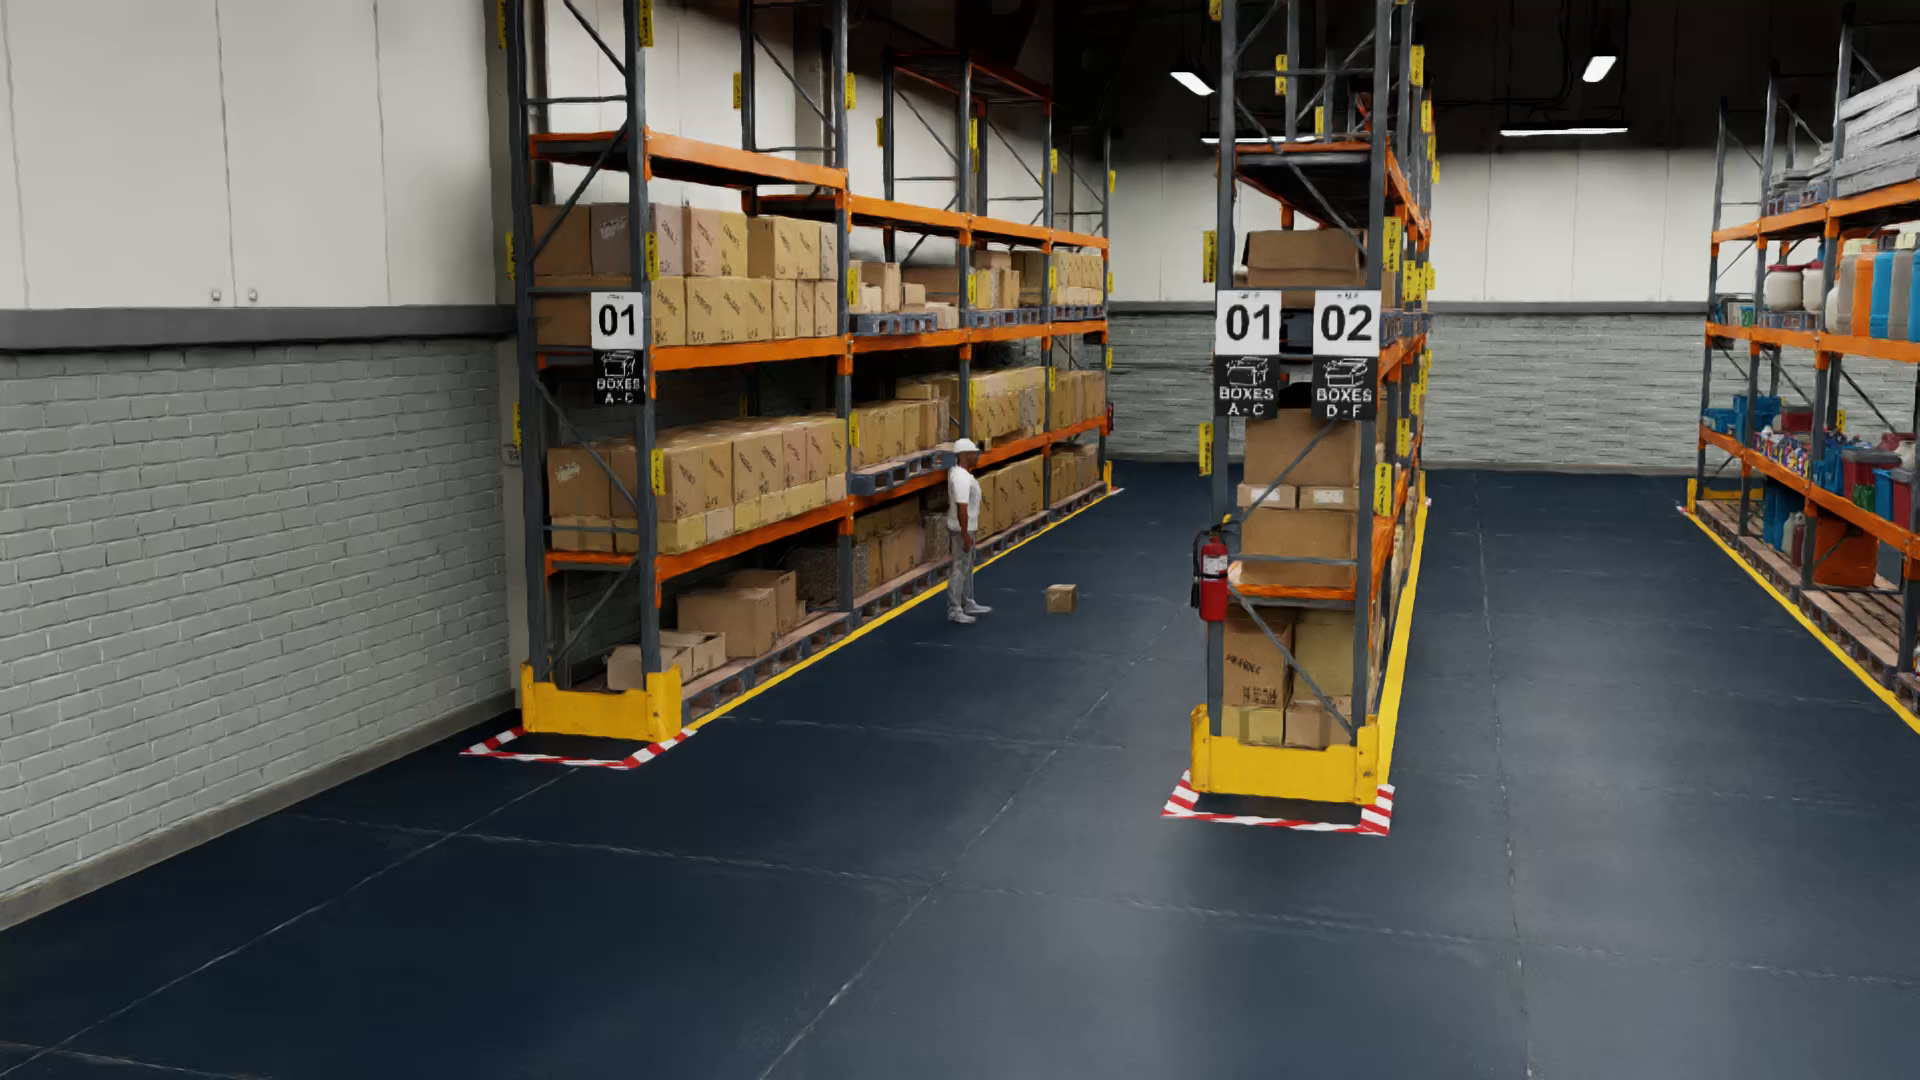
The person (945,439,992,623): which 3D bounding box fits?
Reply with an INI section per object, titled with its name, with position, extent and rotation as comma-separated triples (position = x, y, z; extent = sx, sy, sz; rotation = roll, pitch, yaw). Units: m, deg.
[person]
position = 0.092, -0.107, 16.278
extent = 0.470, 1.770, 0.619
rotation = 0, 8, -2
